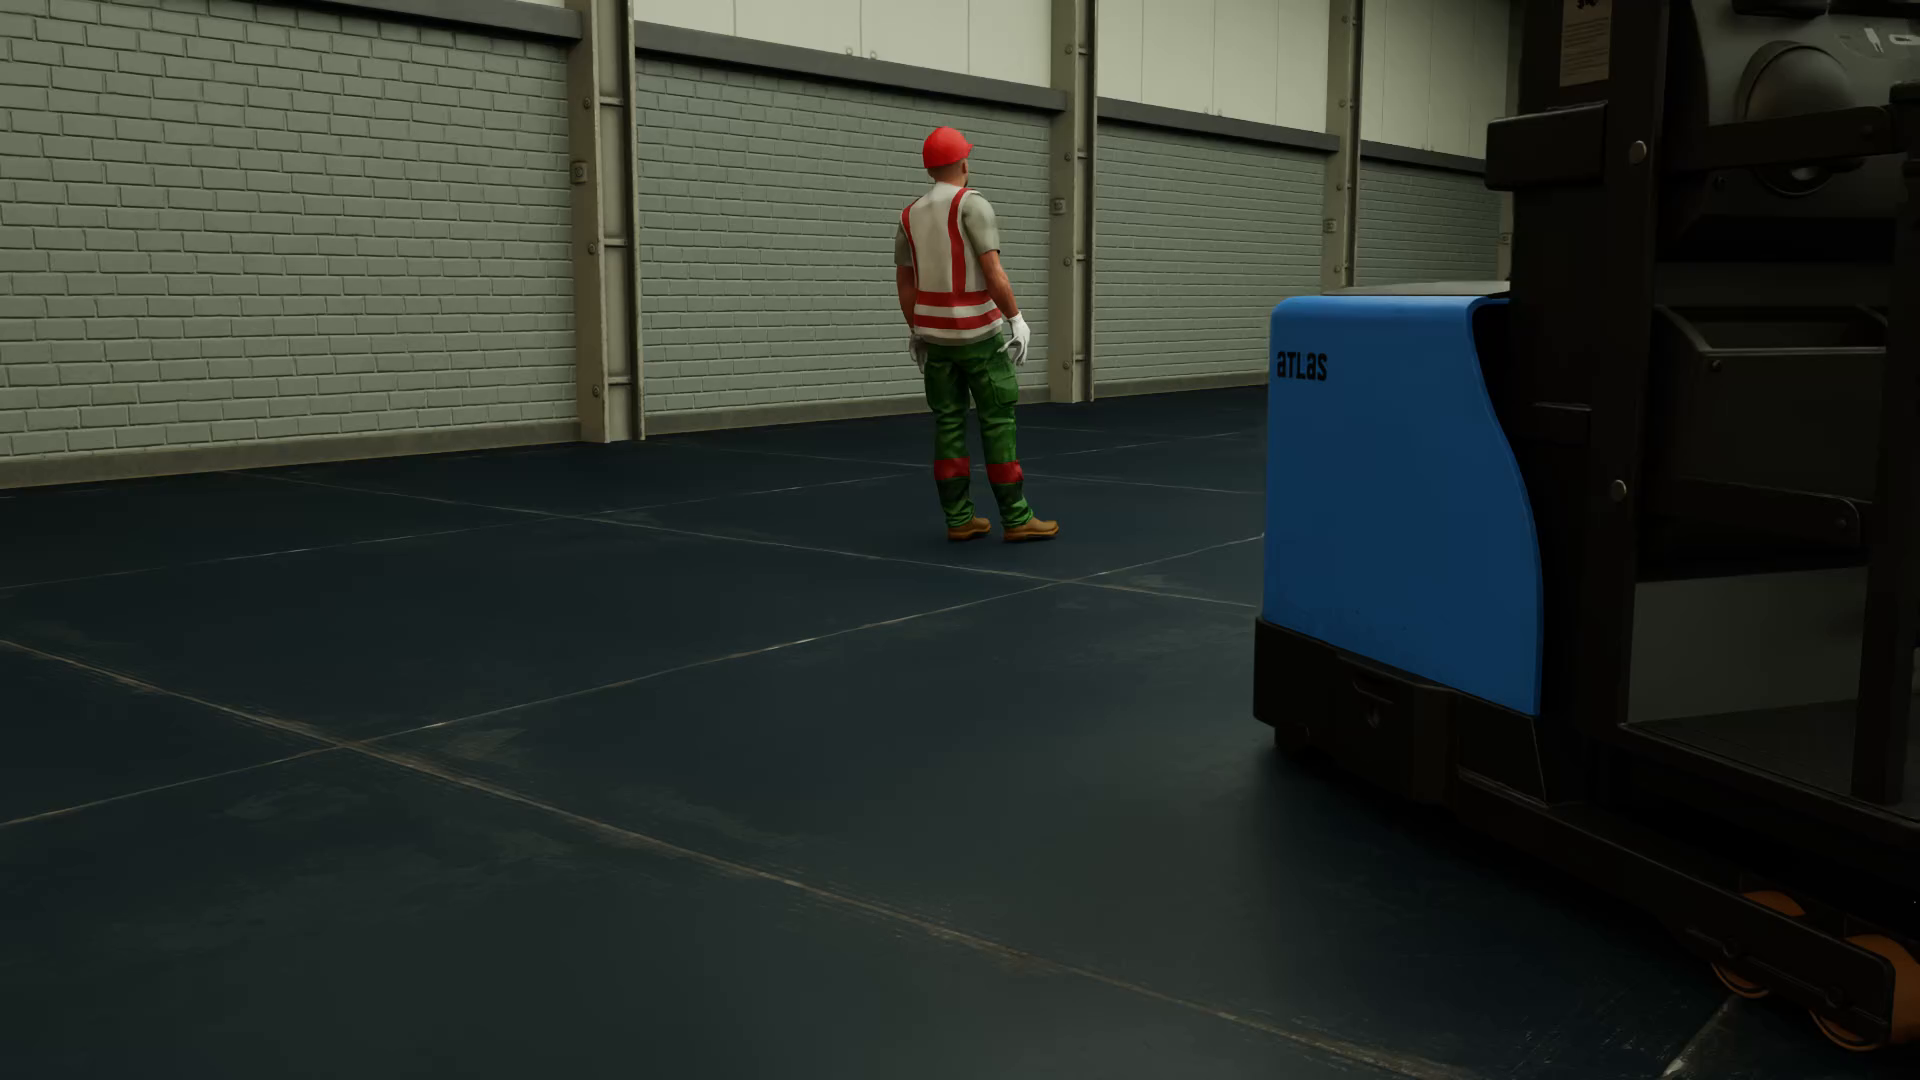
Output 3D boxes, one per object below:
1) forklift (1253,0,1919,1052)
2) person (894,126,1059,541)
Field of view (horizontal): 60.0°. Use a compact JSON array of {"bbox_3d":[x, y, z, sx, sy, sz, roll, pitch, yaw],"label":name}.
[{"bbox_3d":[1.683,-0.782,2.629,1.130,2.935,3.031,-3,9,-20],"label":"forklift"},{"bbox_3d":[0.060,-0.900,7.328,0.637,1.787,0.564,7,11,38],"label":"person"}]
